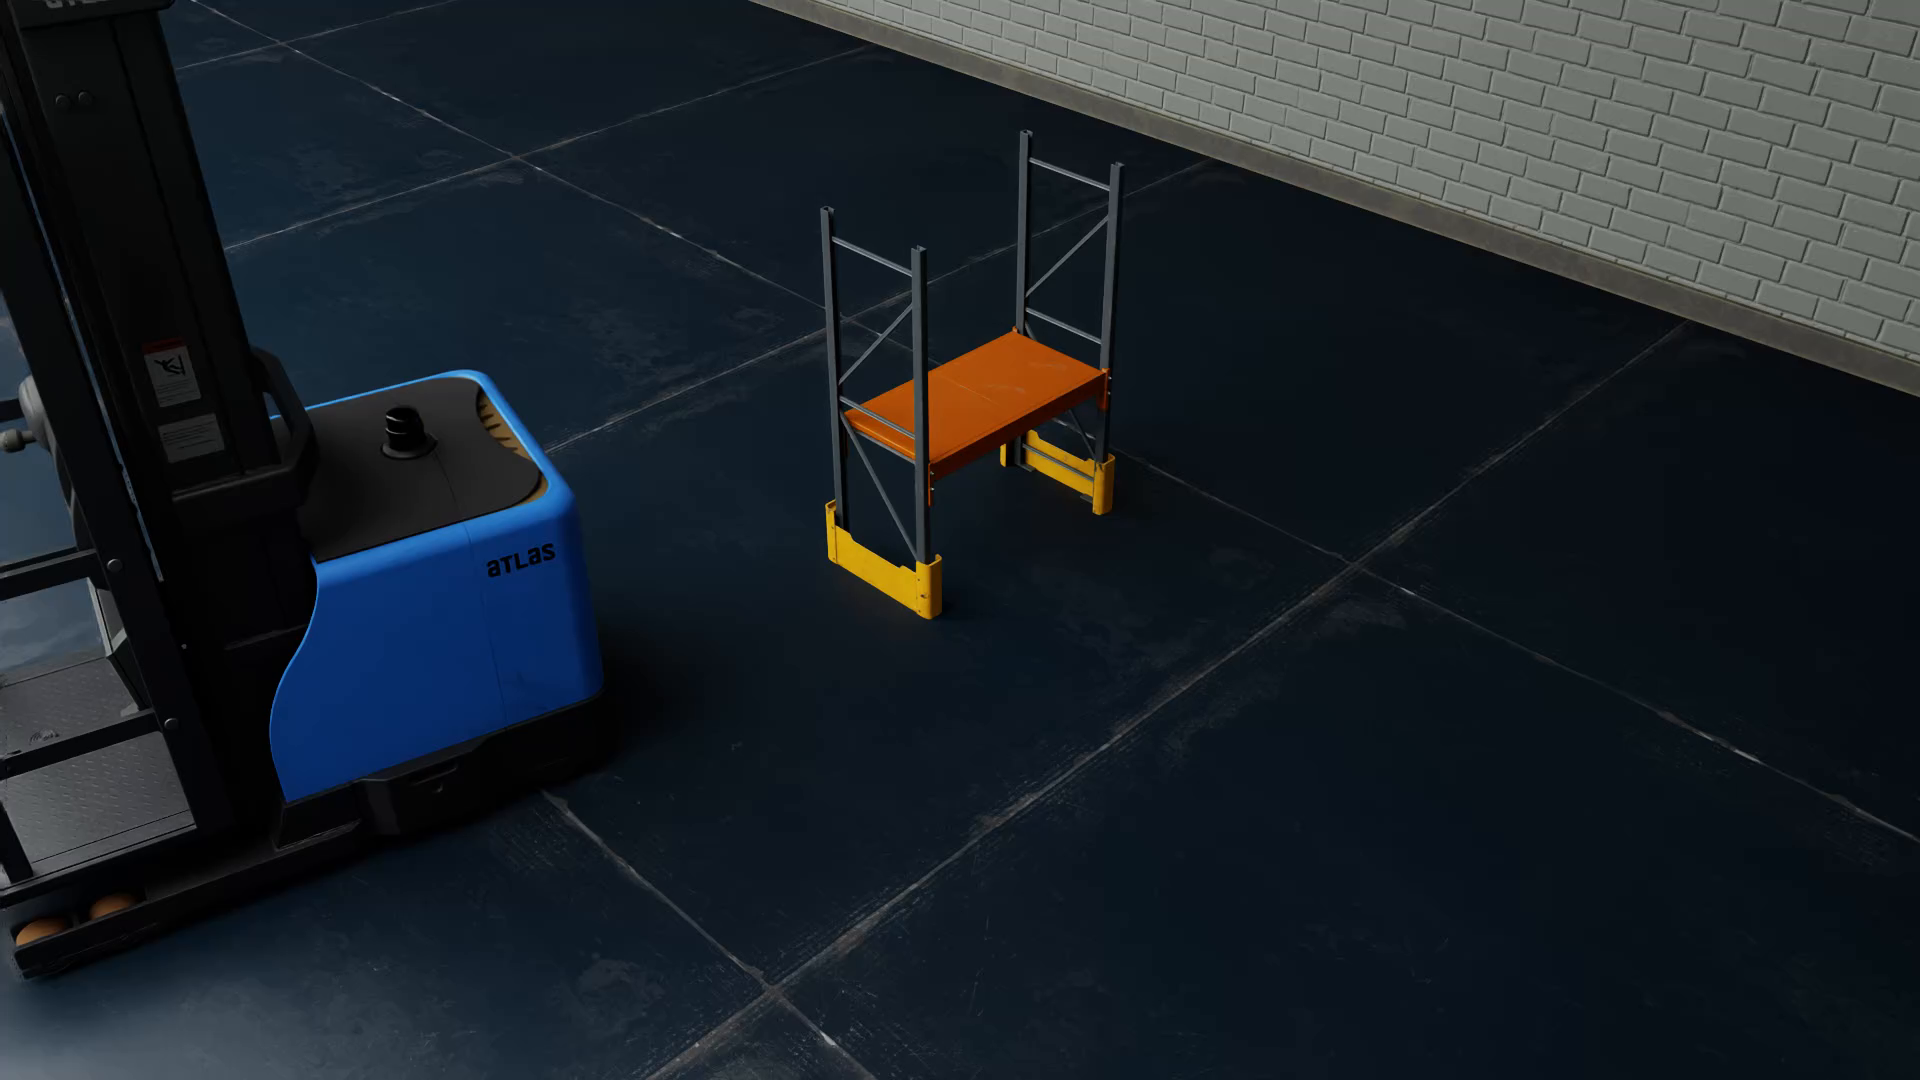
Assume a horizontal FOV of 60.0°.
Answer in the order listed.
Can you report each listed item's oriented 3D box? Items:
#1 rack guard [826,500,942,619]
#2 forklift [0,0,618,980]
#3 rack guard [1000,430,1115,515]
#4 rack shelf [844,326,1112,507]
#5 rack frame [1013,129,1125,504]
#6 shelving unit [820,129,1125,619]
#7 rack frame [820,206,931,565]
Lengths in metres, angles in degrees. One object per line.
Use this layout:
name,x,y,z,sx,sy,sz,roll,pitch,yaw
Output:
rack guard,-0.297,0.069,6.433,0.587,0.250,0.087,30,45,35
forklift,-2.699,-0.267,4.570,3.031,2.935,1.130,-19,39,-25
rack guard,0.405,-0.336,7.013,0.587,0.250,0.087,30,45,35
rack shelf,0.060,-0.502,6.474,0.538,0.185,1.000,30,45,35
rack frame,0.418,-0.856,6.667,0.500,1.500,0.032,30,45,35
shelving unit,0.054,-0.646,6.365,0.587,1.500,1.083,30,45,35
rack frame,-0.298,-0.443,6.075,0.500,1.500,0.032,30,45,35
